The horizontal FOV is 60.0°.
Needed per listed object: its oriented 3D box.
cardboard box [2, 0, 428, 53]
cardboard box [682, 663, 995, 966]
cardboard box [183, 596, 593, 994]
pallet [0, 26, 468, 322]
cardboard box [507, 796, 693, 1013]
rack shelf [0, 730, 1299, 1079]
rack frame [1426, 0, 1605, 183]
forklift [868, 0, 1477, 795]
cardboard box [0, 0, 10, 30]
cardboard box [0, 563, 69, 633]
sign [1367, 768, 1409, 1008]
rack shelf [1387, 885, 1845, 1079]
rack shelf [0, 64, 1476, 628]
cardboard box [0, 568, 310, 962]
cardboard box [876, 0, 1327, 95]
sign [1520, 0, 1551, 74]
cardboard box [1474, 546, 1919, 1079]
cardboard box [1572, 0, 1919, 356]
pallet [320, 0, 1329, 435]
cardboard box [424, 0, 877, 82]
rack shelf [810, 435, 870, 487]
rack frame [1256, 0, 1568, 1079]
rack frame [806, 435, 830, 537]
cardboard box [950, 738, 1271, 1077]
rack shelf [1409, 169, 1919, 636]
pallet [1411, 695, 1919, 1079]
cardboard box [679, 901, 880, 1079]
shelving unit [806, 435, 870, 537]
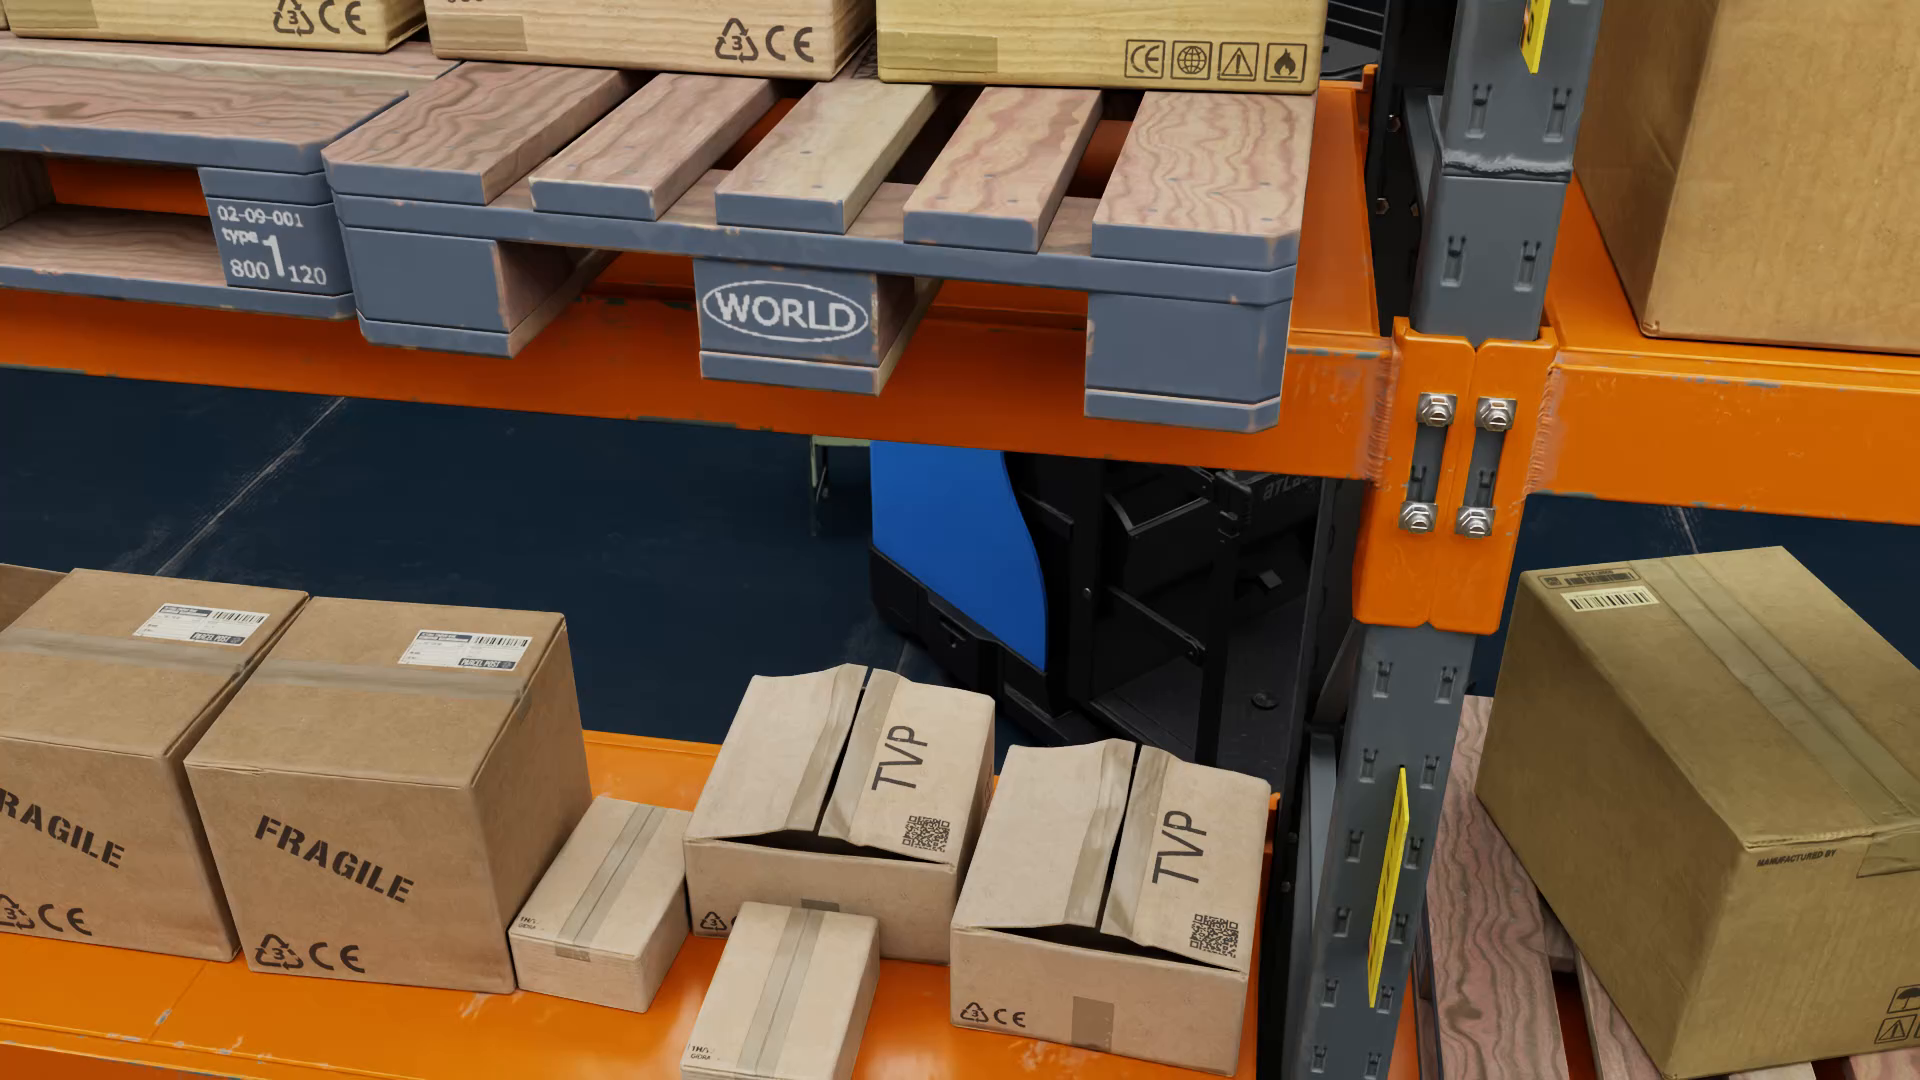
[{"bbox_3d":[-0.905,-0.845,2.191,0.500,0.250,0.500,5,32,7],"label":"cardboard box"},{"bbox_3d":[-0.215,0.503,3.203,0.500,0.311,0.500,5,32,8],"label":"cardboard box"},{"bbox_3d":[-1.023,0.463,3.089,0.500,0.500,0.500,3,32,6],"label":"cardboard box"},{"bbox_3d":[-1.153,-0.657,2.323,1.213,0.211,1.003,7,33,10],"label":"pallet"},{"bbox_3d":[-0.633,0.669,3.092,0.250,0.149,0.380,8,33,12],"label":"cardboard box"},{"bbox_3d":[-1.338,0.773,3.366,4.000,0.370,1.077,5,32,8],"label":"rack shelf"},{"bbox_3d":[0.634,-1.897,1.298,0.127,3.000,1.000,5,32,8],"label":"rack frame"},{"bbox_3d":[0.959,-0.519,4.816,1.130,2.935,3.031,-22,38,-31],"label":"forklift"},{"bbox_3d":[-1.435,-0.894,2.269,0.500,0.250,0.500,3,32,4],"label":"cardboard box"},{"bbox_3d":[-2.035,0.371,3.236,0.500,0.500,0.500,7,33,12],"label":"cardboard box"},{"bbox_3d":[0.544,0.446,2.119,0.005,0.325,0.100,5,32,8],"label":"sign"},{"bbox_3d":[2.605,1.130,2.796,4.000,0.370,1.077,5,32,8],"label":"rack shelf"},{"bbox_3d":[-1.338,-0.499,2.570,4.000,0.370,1.077,5,32,8],"label":"rack shelf"},{"bbox_3d":[-1.542,0.416,3.164,0.500,0.500,0.500,5,32,8],"label":"cardboard box"},{"bbox_3d":[0.177,-0.751,2.040,0.500,0.250,0.500,3,32,5],"label":"cardboard box"},{"bbox_3d":[0.533,-0.588,1.474,0.005,0.325,0.100,5,32,8],"label":"sign"},{"bbox_3d":[1.274,0.423,2.757,0.500,0.500,0.700,-5,32,-8],"label":"cardboard box"},{"bbox_3d":[1.070,-0.646,2.034,0.500,0.500,0.910,5,32,8],"label":"cardboard box"},{"bbox_3d":[-0.050,-0.559,2.166,1.003,0.211,1.213,7,33,10],"label":"pallet"},{"bbox_3d":[-0.343,-0.788,2.100,0.500,0.250,0.500,6,33,10],"label":"cardboard box"},{"bbox_3d":[-0.216,-0.465,6.694,0.720,0.370,0.431,2,32,3],"label":"rack shelf"},{"bbox_3d":[0.634,0.646,2.890,0.127,3.000,1.000,5,32,8],"label":"rack frame"},{"bbox_3d":[-0.581,-0.754,6.541,0.023,1.500,0.400,2,32,3],"label":"rack frame"},{"bbox_3d":[0.283,0.629,3.002,0.500,0.311,0.500,7,33,11],"label":"cardboard box"},{"bbox_3d":[2.605,-0.142,2.000,4.000,0.370,1.077,5,32,8],"label":"rack shelf"},{"bbox_3d":[1.314,0.752,2.903,1.003,0.211,1.213,5,32,8],"label":"pallet"},{"bbox_3d":[-0.299,0.817,2.854,0.250,0.149,0.380,5,32,8],"label":"cardboard box"},{"bbox_3d":[-0.216,-0.742,6.521,0.755,1.500,0.431,2,32,3],"label":"shelving unit"}]
